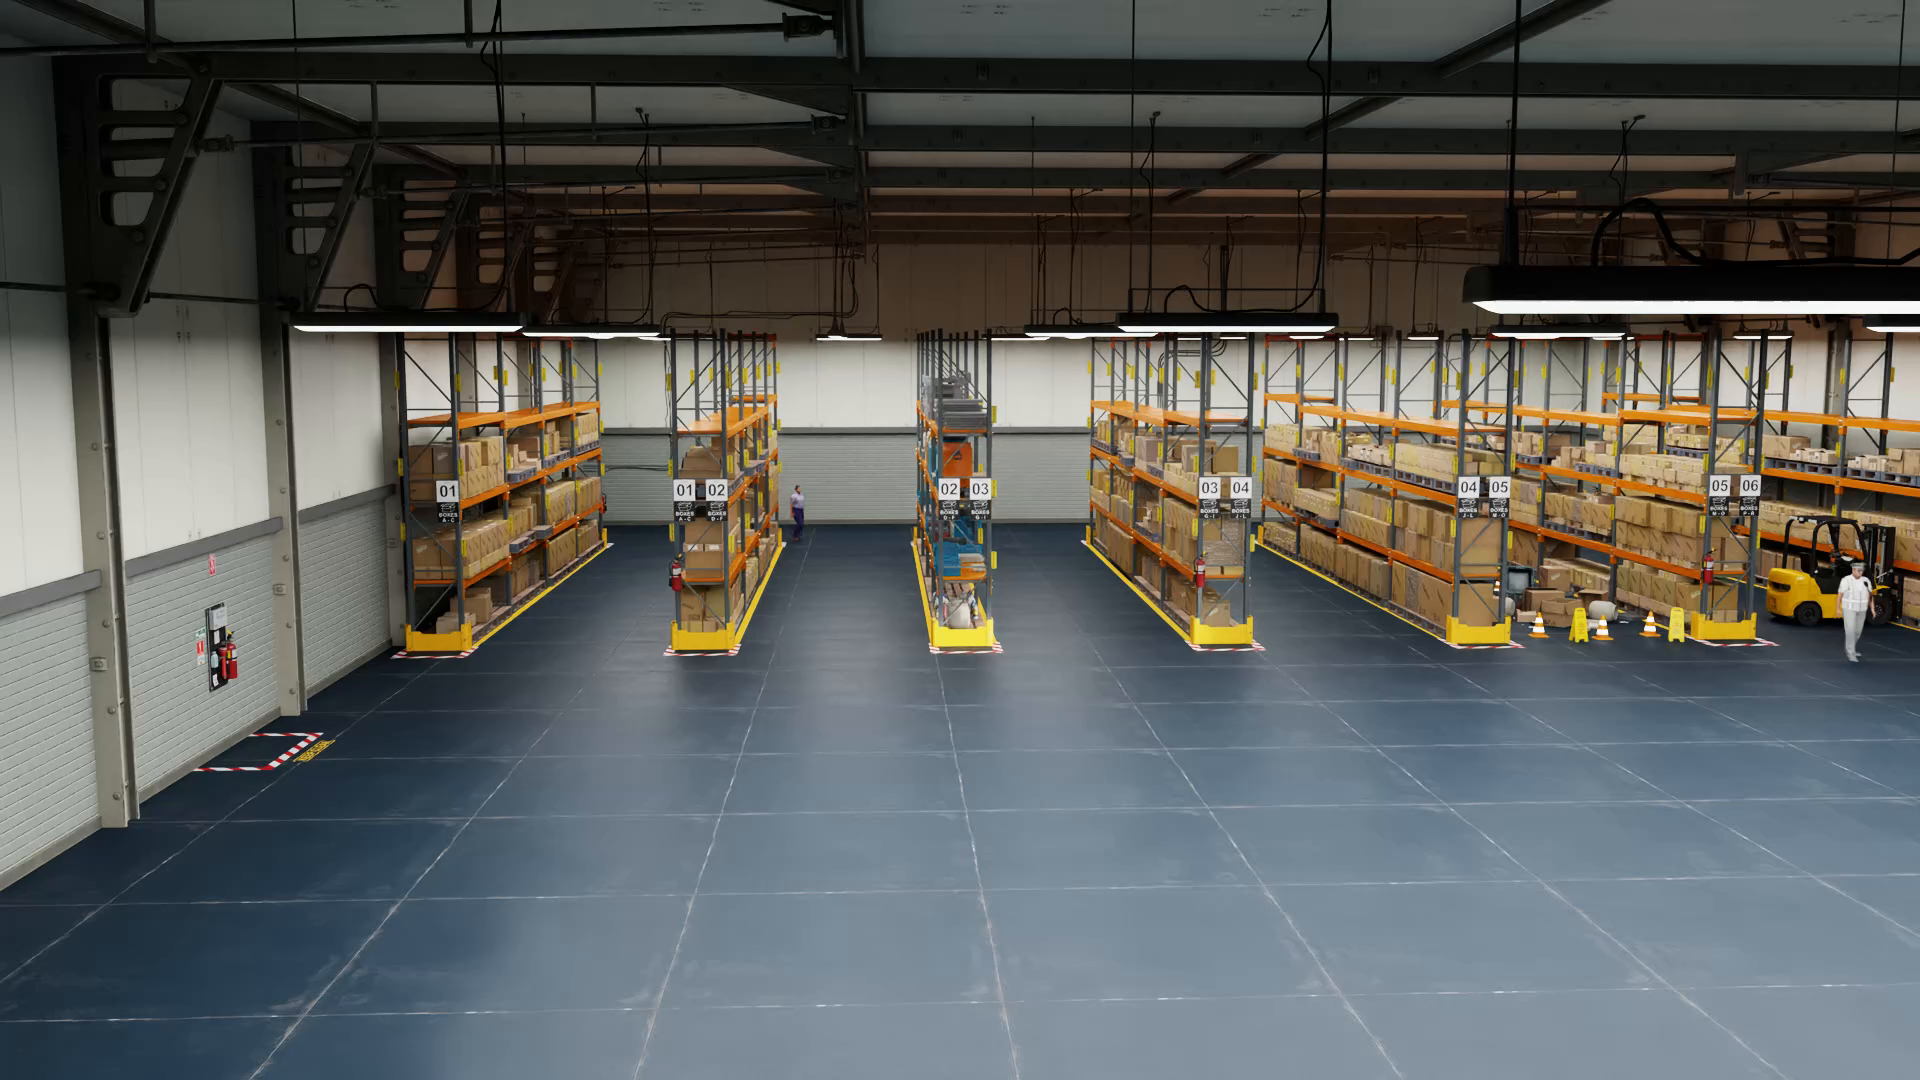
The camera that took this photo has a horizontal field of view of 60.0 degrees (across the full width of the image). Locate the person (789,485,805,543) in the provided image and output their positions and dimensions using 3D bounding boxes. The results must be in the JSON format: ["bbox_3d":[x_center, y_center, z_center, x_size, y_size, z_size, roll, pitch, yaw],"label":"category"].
[{"bbox_3d":[-4.667,-0.762,48.157,0.450,1.683,0.509,3,7,25],"label":"person"}]

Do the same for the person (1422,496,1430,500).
[{"bbox_3d":[13.964,-0.916,49.477,0.487,1.714,0.505,-4,8,-29],"label":"person"}]

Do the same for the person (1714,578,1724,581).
[{"bbox_3d":[16.459,0.576,36.181,0.515,1.784,0.536,-1,7,-9],"label":"person"}]

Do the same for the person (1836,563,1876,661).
[{"bbox_3d":[16.351,1.298,30.341,0.594,1.795,0.649,0,7,0],"label":"person"}]
